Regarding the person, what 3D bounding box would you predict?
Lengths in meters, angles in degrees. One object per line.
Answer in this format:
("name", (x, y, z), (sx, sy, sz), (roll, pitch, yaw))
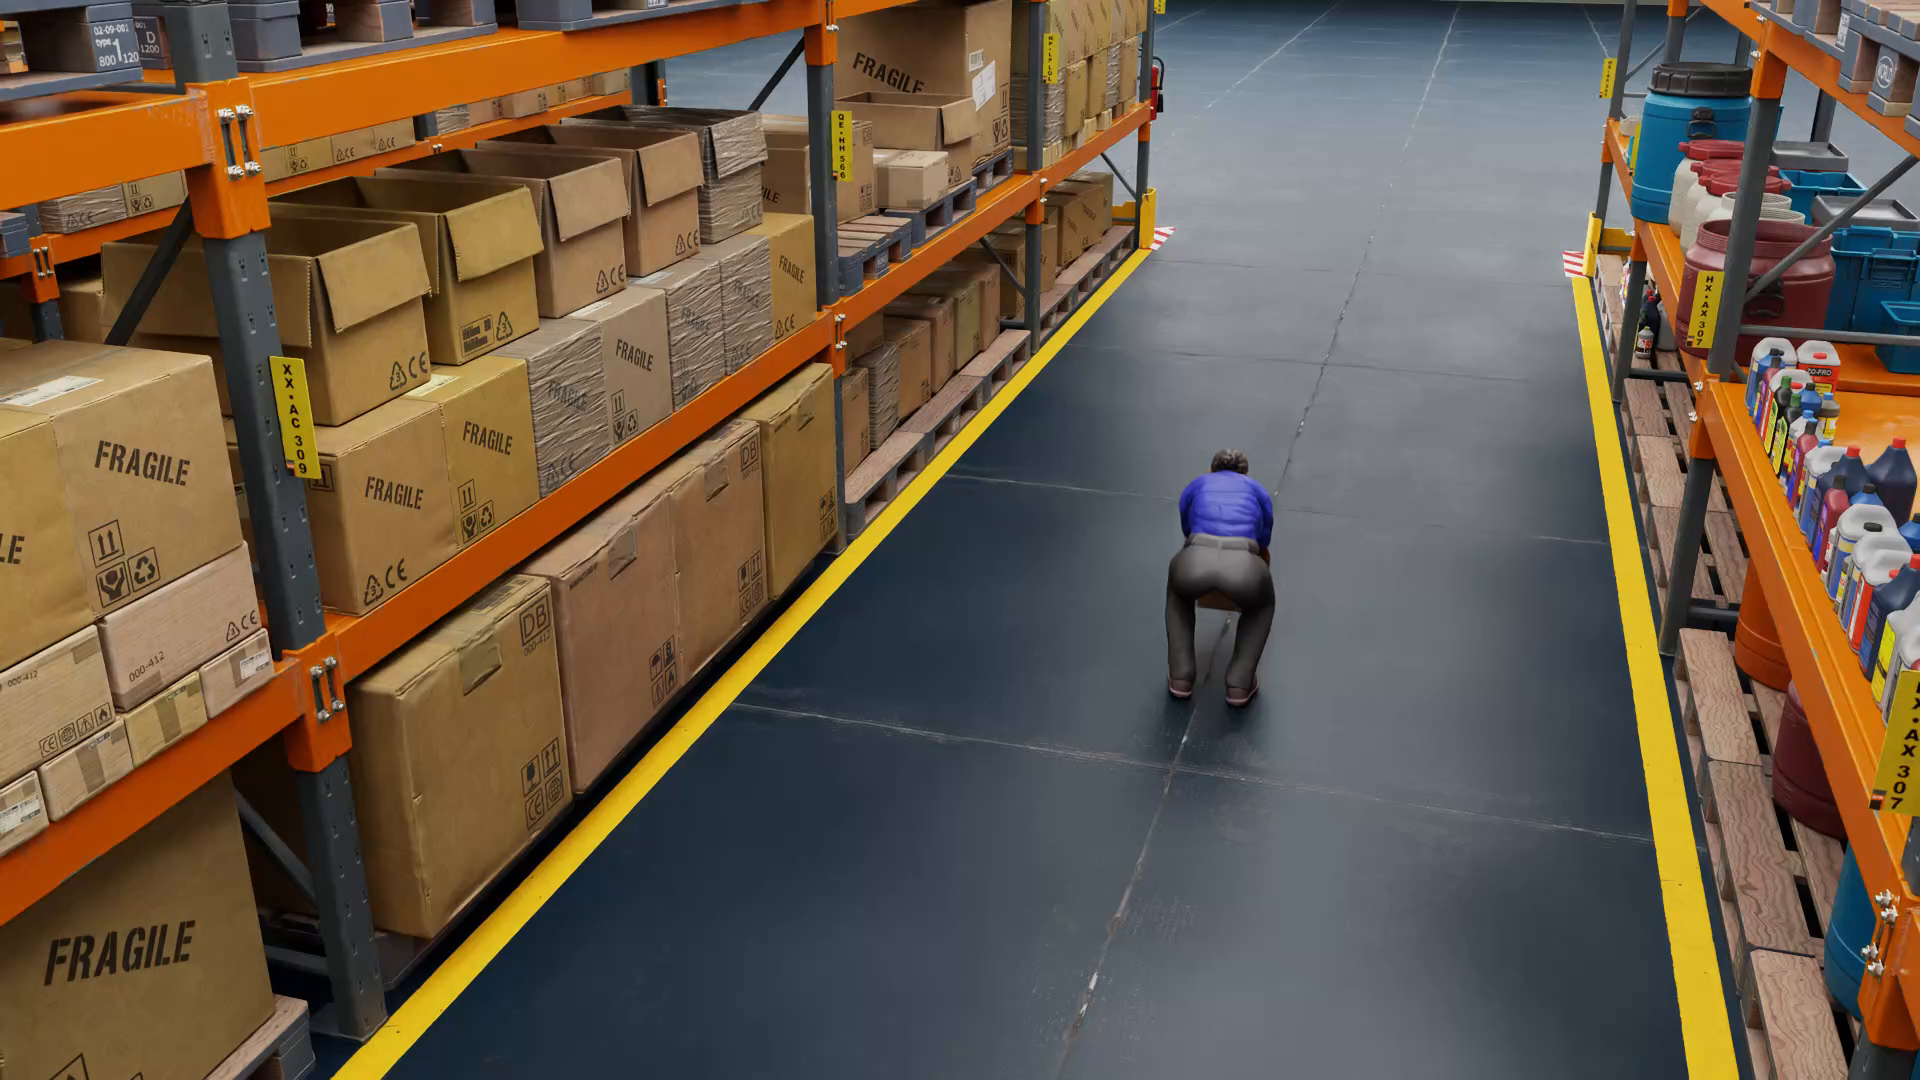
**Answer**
("person", (1.128, 0.155, 7.165), (0.473, 0.948, 0.866), (5, 23, 13))
